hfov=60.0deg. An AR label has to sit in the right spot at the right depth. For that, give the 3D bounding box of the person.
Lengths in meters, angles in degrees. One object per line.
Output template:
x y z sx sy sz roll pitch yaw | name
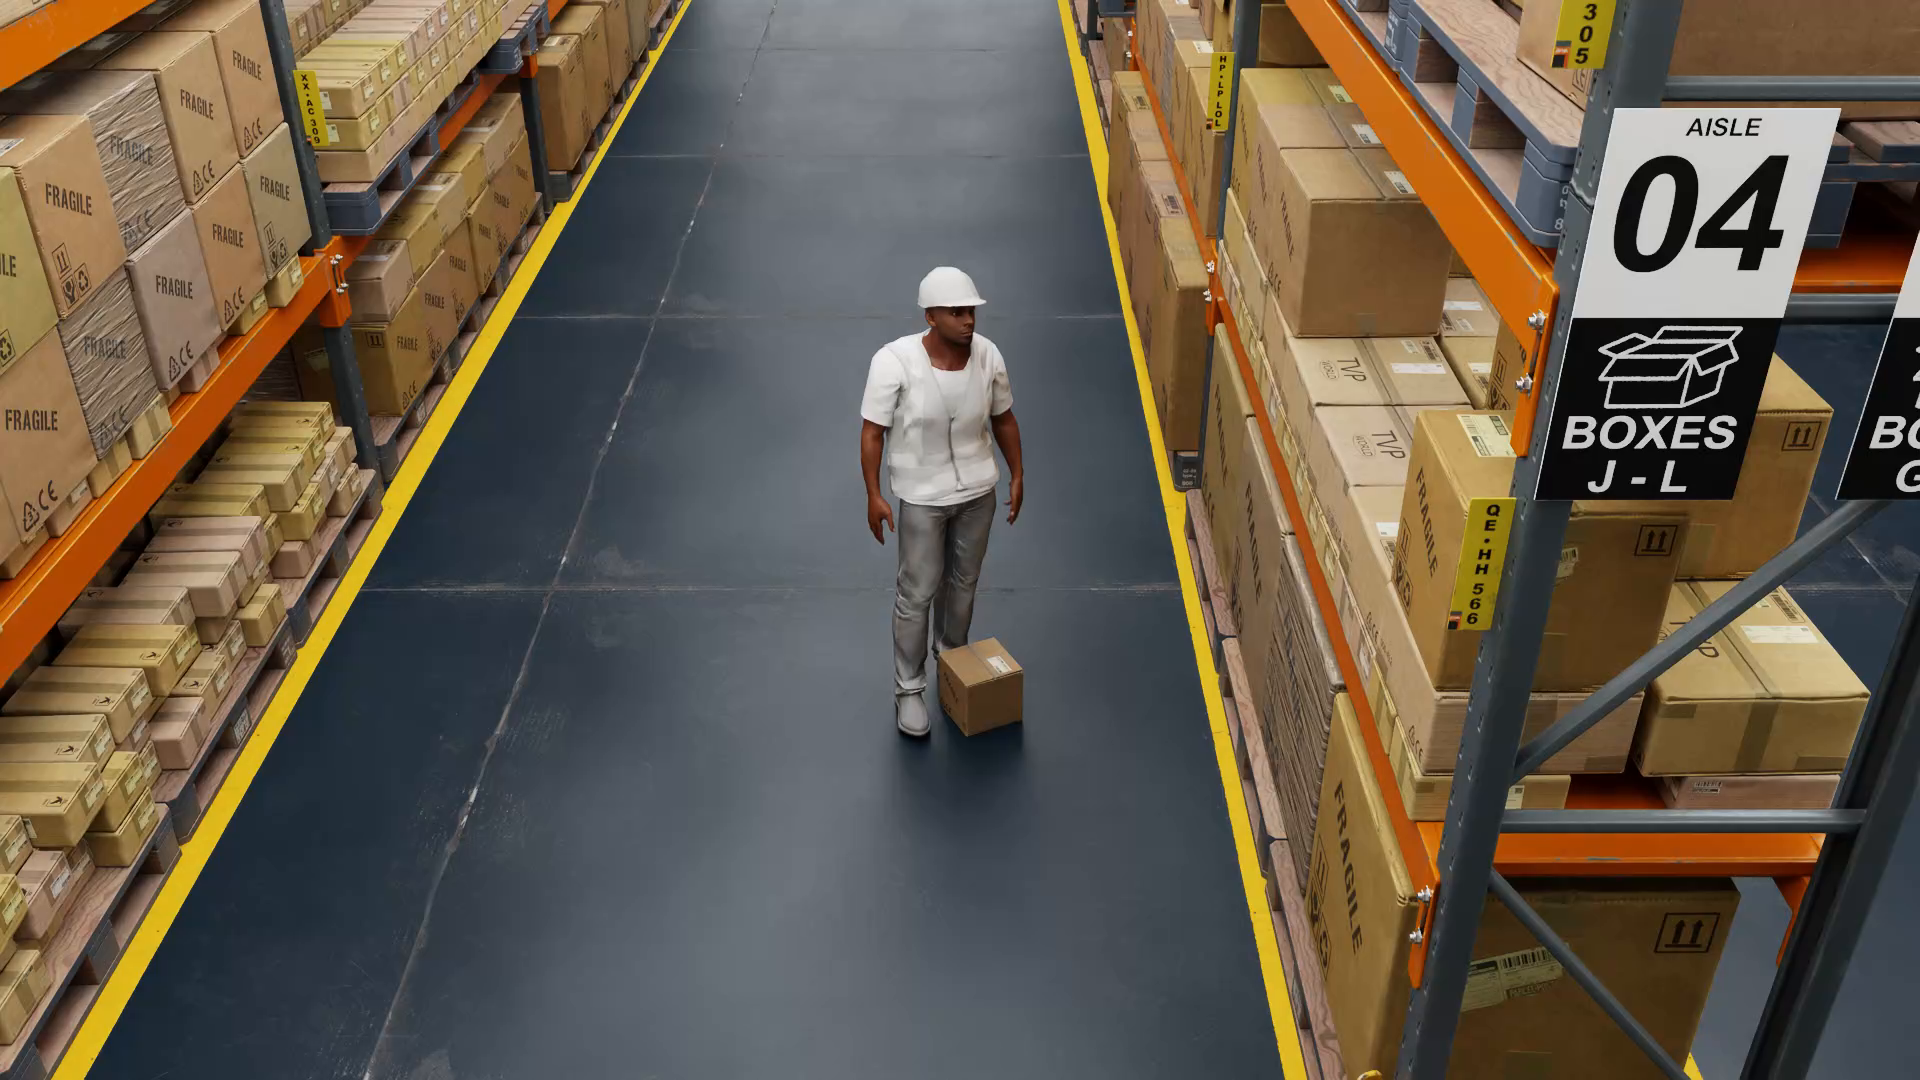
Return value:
-0.029 -0.159 6.356 0.666 1.766 0.577 -13 34 -21 | person
